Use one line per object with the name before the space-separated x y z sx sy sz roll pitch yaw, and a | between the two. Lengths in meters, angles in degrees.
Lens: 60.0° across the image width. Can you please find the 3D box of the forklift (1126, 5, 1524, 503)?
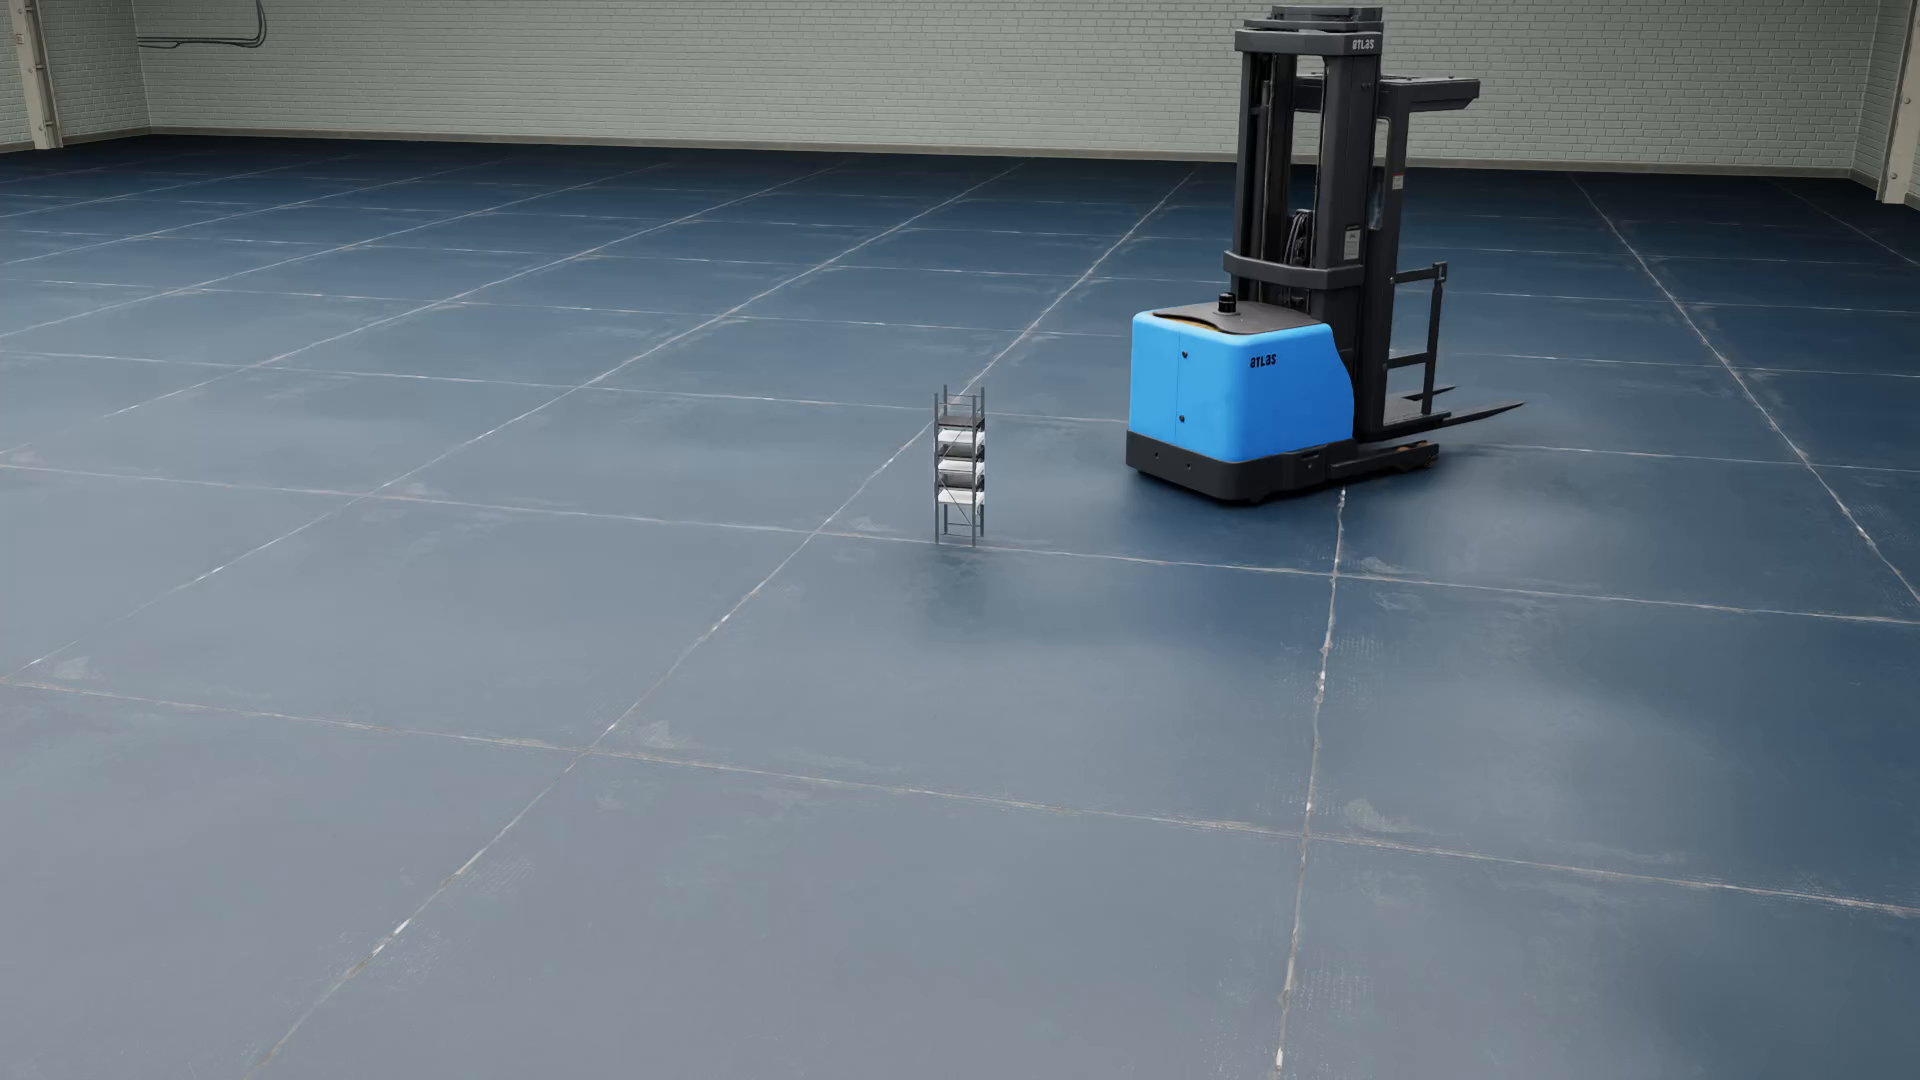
forklift | 2.591 -1.965 10.905 3.031 2.935 1.130 -13 23 -33

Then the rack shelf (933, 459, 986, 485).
rack shelf | -0.002 -0.392 9.545 0.258 0.077 0.200 5 19 13

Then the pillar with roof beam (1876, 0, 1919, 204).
pillar with roof beam | 9.244 -9.477 23.513 9.100 9.000 0.400 5 19 13

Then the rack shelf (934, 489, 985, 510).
rack shelf | -0.002 -0.221 9.604 0.258 0.077 0.200 5 19 13

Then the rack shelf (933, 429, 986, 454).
rack shelf | -0.002 -0.562 9.487 0.258 0.077 0.200 5 19 13

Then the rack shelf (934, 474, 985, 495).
rack shelf | -0.002 -0.307 9.575 0.258 0.077 0.200 5 19 13

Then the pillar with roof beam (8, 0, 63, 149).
pillar with roof beam | -12.952 -11.285 28.805 9.100 9.000 0.400 5 19 13

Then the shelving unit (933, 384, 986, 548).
shelving unit | -0.002 -0.423 9.535 0.258 0.900 0.210 5 19 13

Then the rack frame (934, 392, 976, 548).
rack frame | -0.027 -0.391 9.441 0.240 0.900 0.006 5 19 13

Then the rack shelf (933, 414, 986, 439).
rack shelf | -0.002 -0.647 9.458 0.258 0.077 0.200 5 19 13

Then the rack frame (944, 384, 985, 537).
rack frame | 0.023 -0.455 9.628 0.240 0.900 0.006 5 19 13

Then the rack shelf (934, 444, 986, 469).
rack shelf | -0.002 -0.477 9.516 0.258 0.077 0.200 5 19 13

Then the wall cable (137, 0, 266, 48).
wall cable | -15.124 -10.975 32.700 3.097 2.526 0.112 5 19 13
